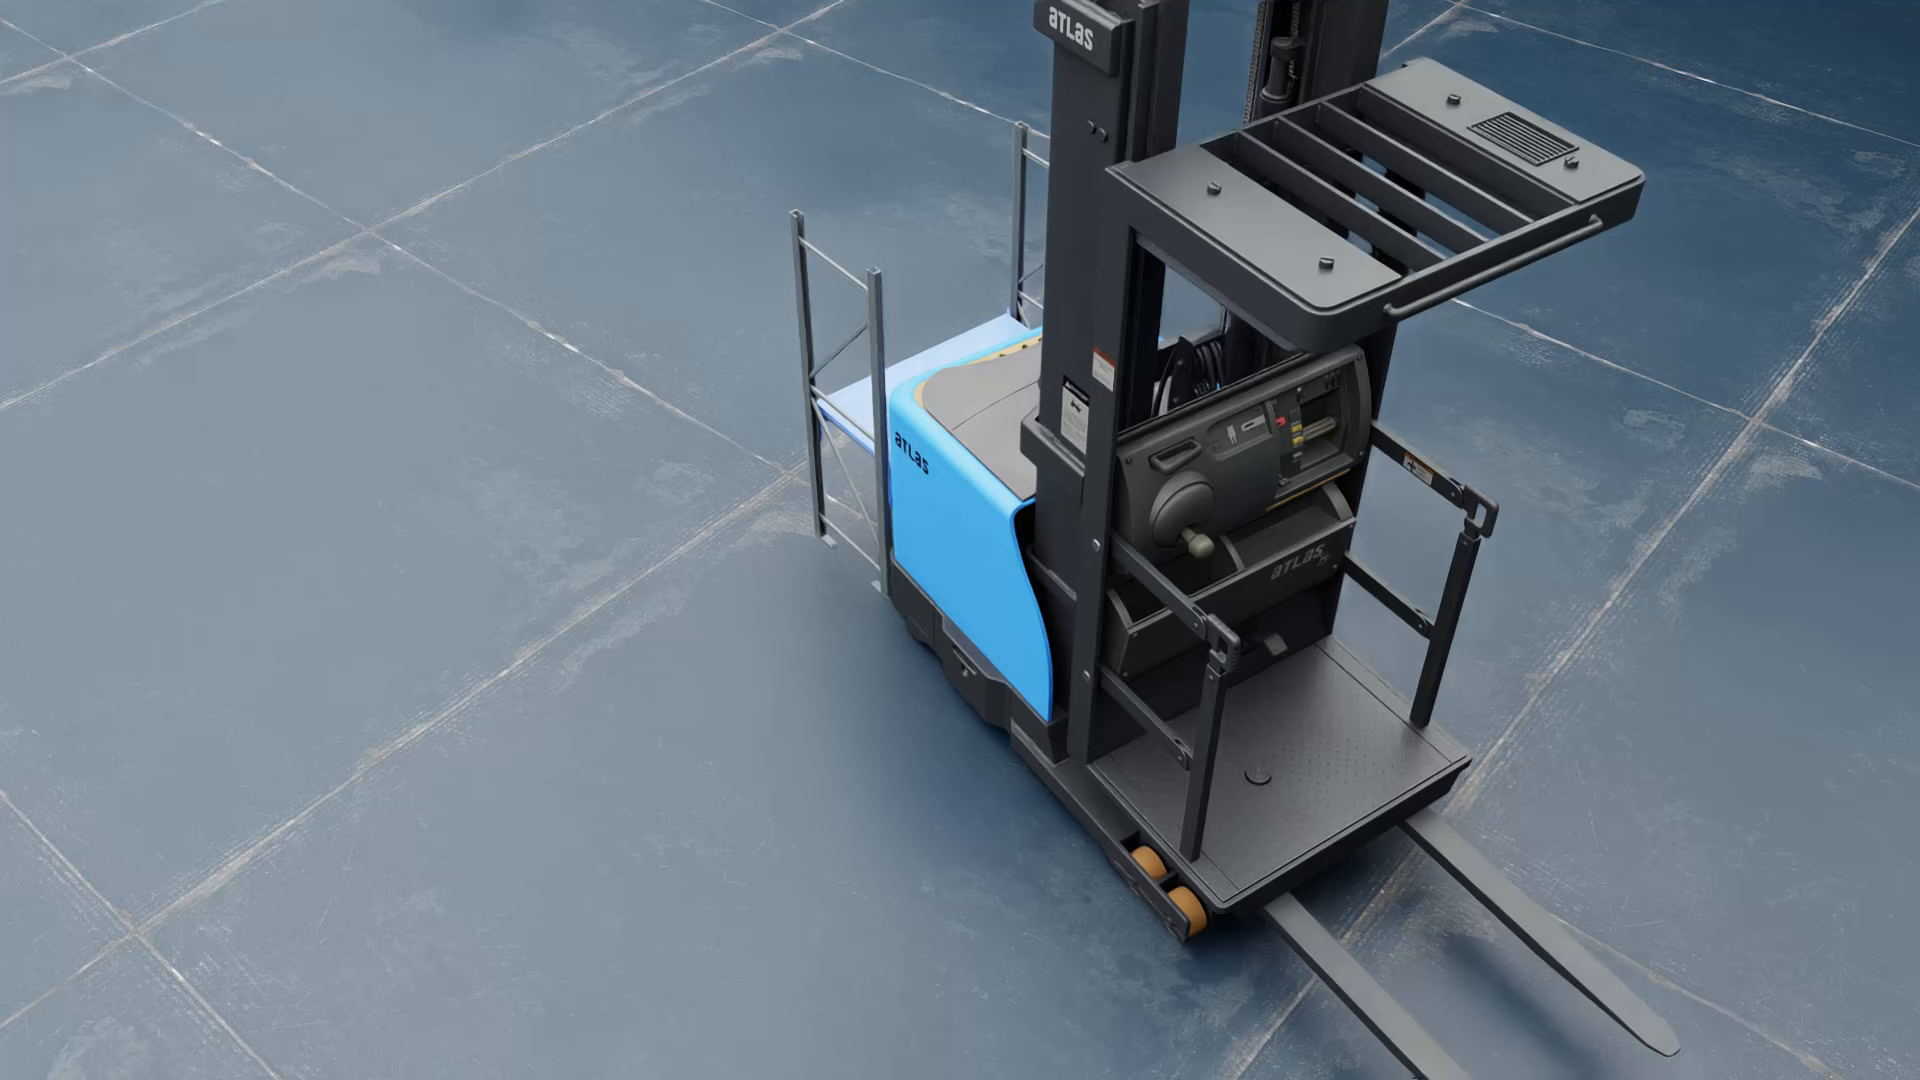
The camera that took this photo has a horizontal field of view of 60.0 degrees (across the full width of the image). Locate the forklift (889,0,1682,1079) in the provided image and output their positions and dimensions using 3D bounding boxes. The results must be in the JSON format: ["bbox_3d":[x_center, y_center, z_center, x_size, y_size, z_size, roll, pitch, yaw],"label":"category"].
[{"bbox_3d":[0.972,-0.176,4.765,1.130,2.935,3.031,-24,48,-24],"label":"forklift"}]

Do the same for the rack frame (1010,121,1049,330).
[{"bbox_3d":[0.371,-0.884,6.607,0.032,1.500,0.500,-28,49,-27],"label":"rack frame"}]

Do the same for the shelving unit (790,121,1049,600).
[{"bbox_3d":[-0.027,-0.671,6.374,1.048,1.500,0.538,-28,49,-27],"label":"shelving unit"}]

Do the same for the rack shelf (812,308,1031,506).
[{"bbox_3d":[-0.027,-0.538,6.495,1.000,0.185,0.538,-28,49,-27],"label":"rack shelf"}]

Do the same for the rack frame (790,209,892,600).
[{"bbox_3d":[-0.426,-0.459,6.140,0.032,1.500,0.500,-28,49,-27],"label":"rack frame"}]
